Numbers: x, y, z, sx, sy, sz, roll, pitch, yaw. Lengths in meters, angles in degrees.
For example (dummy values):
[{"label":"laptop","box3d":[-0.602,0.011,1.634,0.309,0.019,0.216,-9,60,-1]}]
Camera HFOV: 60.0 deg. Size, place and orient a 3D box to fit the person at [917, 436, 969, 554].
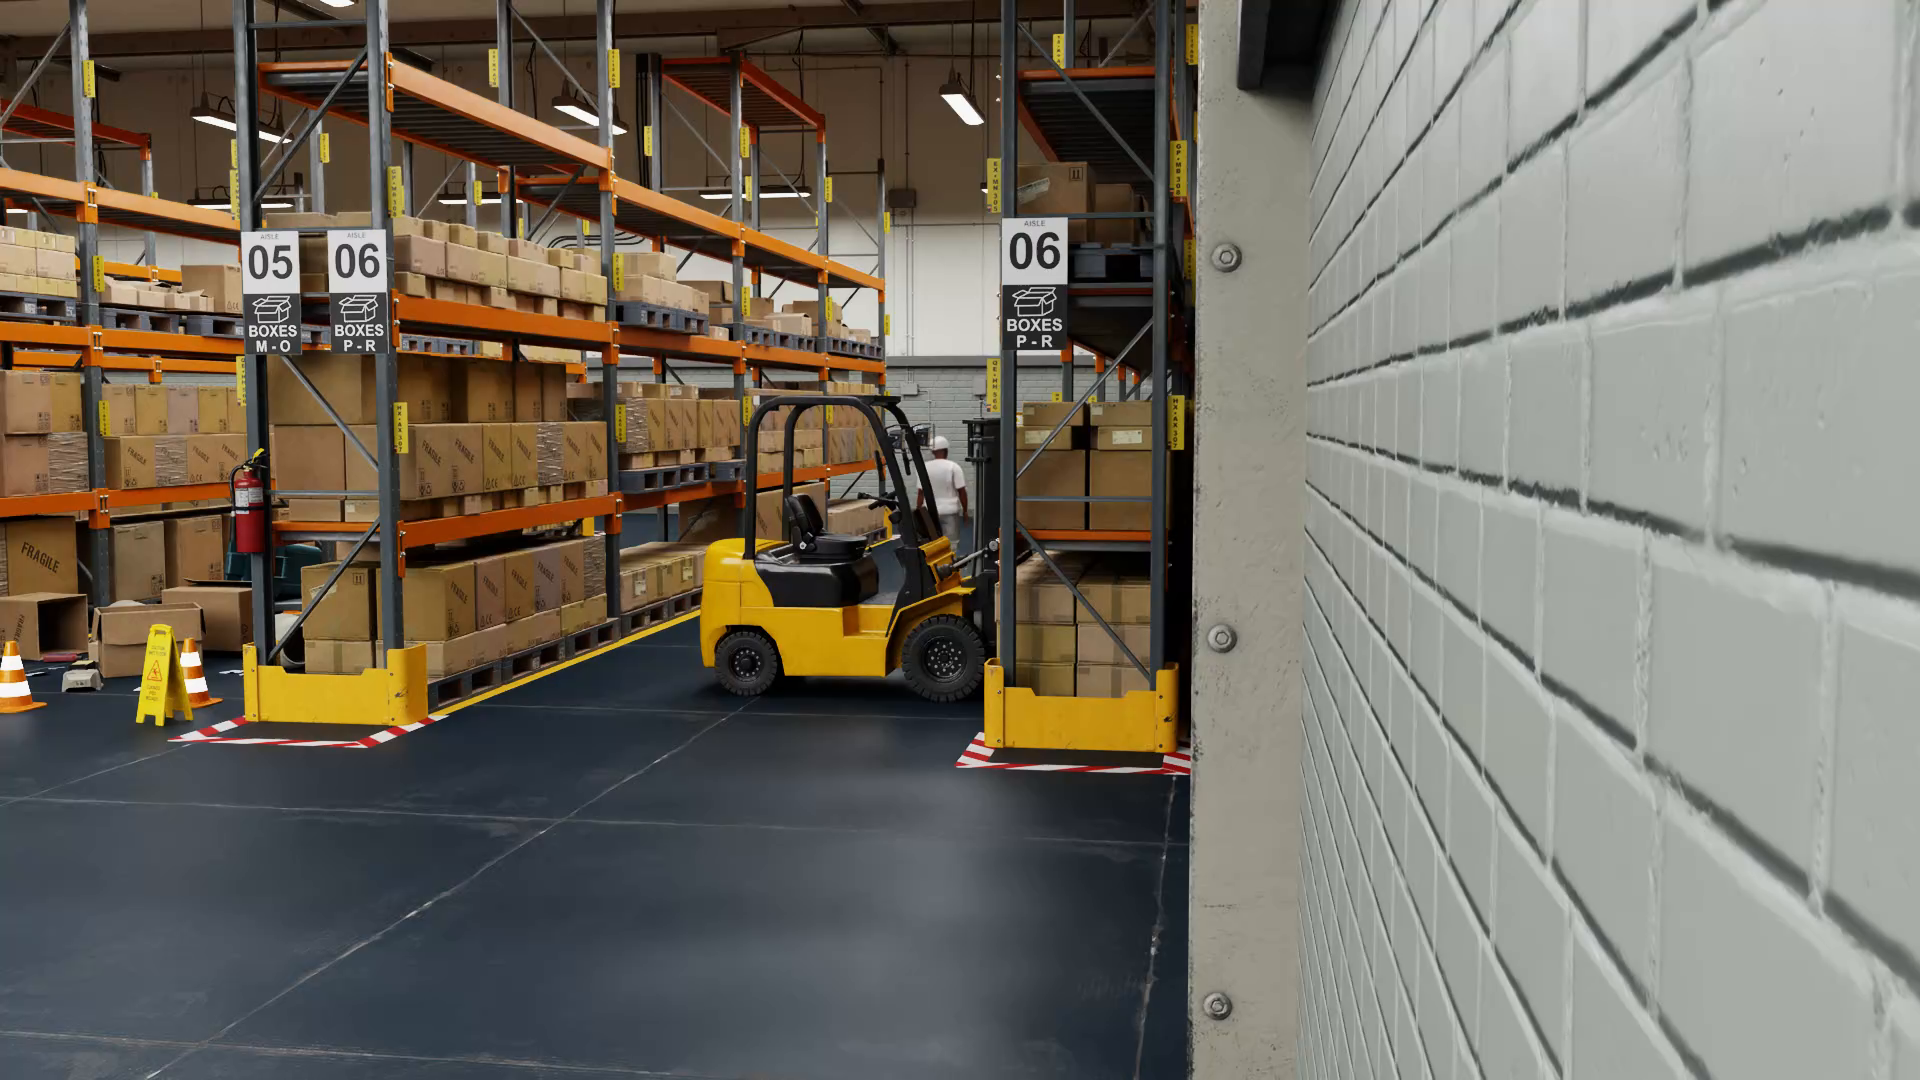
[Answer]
[{"label":"person","box3d":[-0.194,-0.315,18.964,0.579,1.741,0.872,2,5,22]}]
